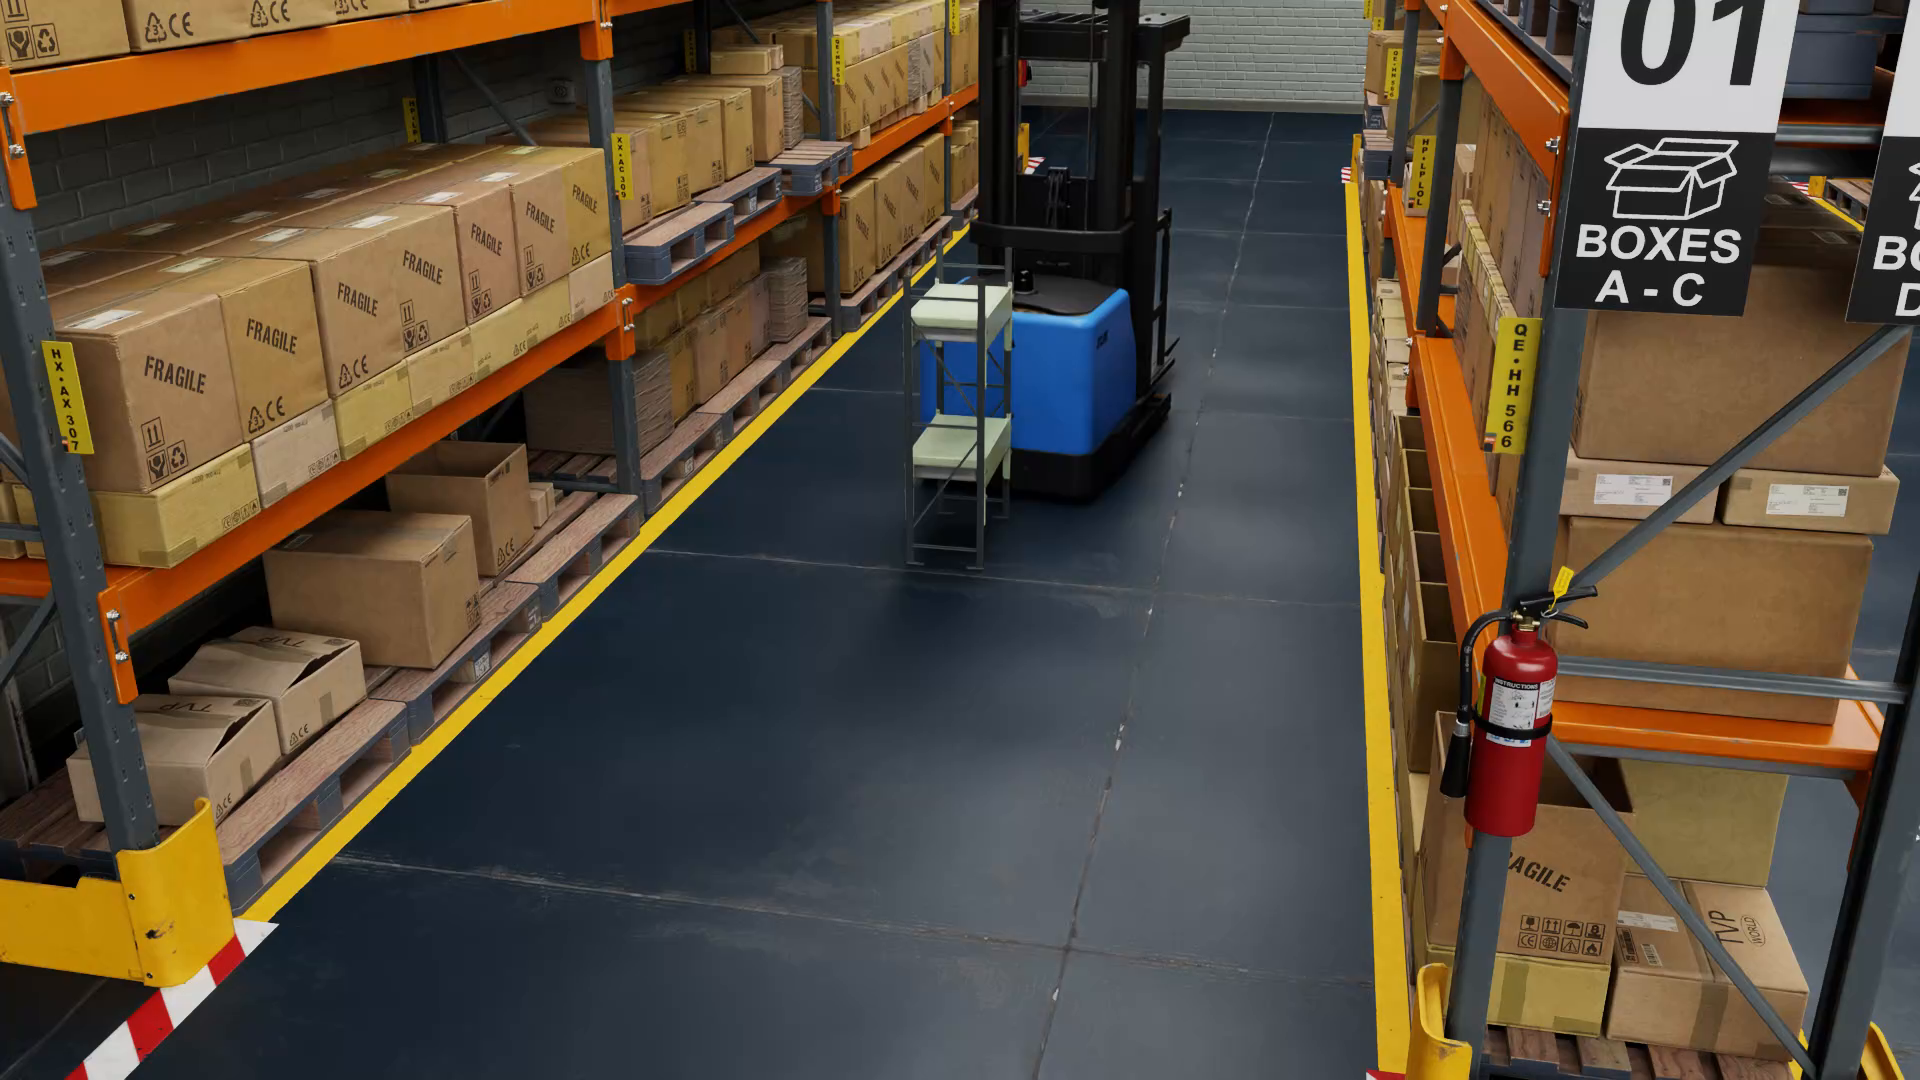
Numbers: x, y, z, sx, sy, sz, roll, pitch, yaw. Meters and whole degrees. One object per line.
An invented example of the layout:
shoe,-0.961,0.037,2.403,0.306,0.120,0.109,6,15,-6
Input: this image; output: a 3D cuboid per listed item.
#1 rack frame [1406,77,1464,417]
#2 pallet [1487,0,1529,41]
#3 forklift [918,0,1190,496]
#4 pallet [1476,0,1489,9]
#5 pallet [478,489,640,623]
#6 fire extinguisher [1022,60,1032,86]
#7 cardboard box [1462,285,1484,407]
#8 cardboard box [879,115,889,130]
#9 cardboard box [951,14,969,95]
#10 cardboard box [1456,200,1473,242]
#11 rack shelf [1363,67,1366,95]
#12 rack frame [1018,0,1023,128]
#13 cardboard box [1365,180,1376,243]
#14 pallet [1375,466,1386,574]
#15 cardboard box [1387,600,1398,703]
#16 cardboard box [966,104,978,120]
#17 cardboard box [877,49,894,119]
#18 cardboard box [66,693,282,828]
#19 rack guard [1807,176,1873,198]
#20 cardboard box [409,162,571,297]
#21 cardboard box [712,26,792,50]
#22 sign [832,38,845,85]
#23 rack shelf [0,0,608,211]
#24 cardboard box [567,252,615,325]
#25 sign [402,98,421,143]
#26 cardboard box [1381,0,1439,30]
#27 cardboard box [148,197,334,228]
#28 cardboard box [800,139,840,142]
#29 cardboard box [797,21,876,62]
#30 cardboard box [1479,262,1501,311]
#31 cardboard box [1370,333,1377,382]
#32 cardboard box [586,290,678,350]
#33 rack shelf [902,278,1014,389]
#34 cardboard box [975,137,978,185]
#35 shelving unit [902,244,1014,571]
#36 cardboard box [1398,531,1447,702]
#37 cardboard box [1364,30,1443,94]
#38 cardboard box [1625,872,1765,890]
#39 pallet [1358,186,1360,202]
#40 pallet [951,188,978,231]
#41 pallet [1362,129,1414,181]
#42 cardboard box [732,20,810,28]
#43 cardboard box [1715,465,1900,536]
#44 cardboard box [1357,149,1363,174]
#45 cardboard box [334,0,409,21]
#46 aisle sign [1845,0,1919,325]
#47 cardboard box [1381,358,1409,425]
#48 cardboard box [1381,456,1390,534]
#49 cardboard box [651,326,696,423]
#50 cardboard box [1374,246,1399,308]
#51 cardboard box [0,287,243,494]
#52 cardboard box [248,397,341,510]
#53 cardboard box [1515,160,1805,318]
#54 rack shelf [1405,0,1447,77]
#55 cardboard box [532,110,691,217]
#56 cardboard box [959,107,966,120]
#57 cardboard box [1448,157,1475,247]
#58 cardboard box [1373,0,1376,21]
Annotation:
rack frame,2.628,-1.125,7.631,1.000,3.000,0.127,4,22,11
pallet,2.228,-1.716,5.203,1.003,0.211,1.213,4,22,11
forklift,0.734,-2.123,10.201,1.130,2.935,3.031,8,23,18
pallet,2.479,-2.161,6.307,1.003,0.211,1.213,4,22,11
pallet,-2.325,0.041,8.469,1.003,0.211,1.213,4,22,11
fire extinguisher,0.709,-5.701,19.596,0.296,0.674,0.183,4,22,11
cardboard box,2.442,-0.815,6.728,0.700,0.500,0.500,4,22,10
cardboard box,-0.810,-3.521,13.891,0.380,0.149,0.250,5,22,11
cardboard box,-0.464,-4.763,16.263,0.980,0.700,0.700,5,22,12
cardboard box,2.383,-1.388,7.284,0.380,0.149,0.250,4,22,11
rack shelf,4.668,-4.448,16.846,1.077,0.370,4.000,4,22,11
rack frame,0.226,-5.890,19.462,1.000,3.000,0.127,4,22,11
cardboard box,3.923,-2.937,14.887,0.500,0.500,0.500,3,22,8
pallet,2.740,-0.104,8.828,1.003,0.211,1.213,4,22,11
cardboard box,2.022,0.467,6.796,0.500,0.250,0.500,4,22,11
cardboard box,0.282,-4.808,18.691,0.380,0.149,0.250,5,22,12
cardboard box,-0.838,-3.688,13.436,0.500,0.500,0.500,4,22,11
cardboard box,-2.810,0.759,5.964,0.500,0.311,0.500,2,22,5
rack guard,9.917,-3.985,18.078,1.175,0.500,0.348,4,22,11
cardboard box,-2.113,-1.409,7.507,0.500,0.500,0.500,4,22,11
cardboard box,-1.568,-3.691,12.440,0.500,0.250,0.500,5,22,12
sign,-0.873,-3.426,11.902,0.100,0.325,0.005,4,22,11
rack shelf,-2.631,-1.827,6.323,1.077,0.370,4.000,4,22,11
cardboard box,-2.023,-1.244,8.102,0.500,0.250,0.500,5,22,11
sign,-2.767,-2.079,8.450,0.100,0.325,0.005,4,22,11
cardboard box,4.110,-4.765,15.198,0.500,0.500,0.500,5,22,11
cardboard box,-2.834,-1.071,6.668,0.500,0.500,0.500,5,22,12
cardboard box,-1.112,-2.959,12.496,0.380,0.149,0.250,4,22,10
cardboard box,-0.952,-3.848,12.831,0.500,0.250,0.500,4,22,10
cardboard box,2.124,-0.917,6.113,0.380,0.149,0.250,4,22,9
cardboard box,2.948,-1.154,10.822,0.500,0.250,0.500,4,22,9
cardboard box,-2.002,-1.325,9.882,0.500,0.250,0.500,4,22,10
rack shelf,-0.001,-1.055,8.422,0.431,0.370,0.720,4,22,11
cardboard box,-0.125,-4.099,17.799,0.700,0.500,0.500,5,22,12
shelving unit,-0.001,-0.693,8.567,0.431,1.500,0.755,4,22,11
cardboard box,1.923,0.303,6.202,0.500,0.500,0.500,4,22,11
cardboard box,3.944,-4.135,14.410,0.700,0.500,0.500,-3,22,-7
cardboard box,2.237,1.057,5.333,0.500,0.250,0.500,4,22,11
pallet,4.899,-3.900,18.256,1.003,0.211,1.213,4,22,11
pallet,-0.358,-3.405,17.026,1.003,0.211,1.213,4,22,11
pallet,3.513,-2.752,11.928,1.213,0.211,1.003,4,22,11
cardboard box,-1.459,-3.880,12.910,0.500,0.250,0.500,4,22,9
cardboard box,2.102,-0.136,4.174,0.380,0.149,0.250,4,22,11
cardboard box,4.586,-4.082,18.065,0.500,0.250,0.500,4,22,11
cardboard box,-2.391,-2.170,6.050,0.500,0.500,0.500,6,23,14
aisle sign,2.098,-0.820,3.395,0.394,0.787,0.004,4,22,11
cardboard box,2.634,-0.847,9.310,0.500,0.311,0.500,4,22,11
cardboard box,2.428,-0.218,8.497,0.500,0.250,0.500,4,22,10
cardboard box,-2.032,-1.009,10.100,0.700,0.500,0.500,4,22,10
cardboard box,3.405,-1.992,12.542,0.500,0.500,0.500,5,23,13
cardboard box,-2.647,-0.477,5.193,0.500,0.500,0.500,4,22,11
cardboard box,-2.536,-0.323,5.814,0.500,0.250,0.500,4,22,9
cardboard box,2.134,-0.876,5.143,0.700,0.500,0.500,5,22,11
rack shelf,3.036,-2.914,9.021,1.077,0.370,4.000,4,22,11
cardboard box,-1.964,-2.139,9.426,0.700,0.500,0.500,7,23,16
cardboard box,-0.143,-4.746,18.539,0.380,0.149,0.250,5,22,11
cardboard box,3.010,-1.826,9.240,0.500,0.500,0.500,4,22,11
cardboard box,4.628,-5.689,17.493,0.500,0.500,0.500,5,22,11
